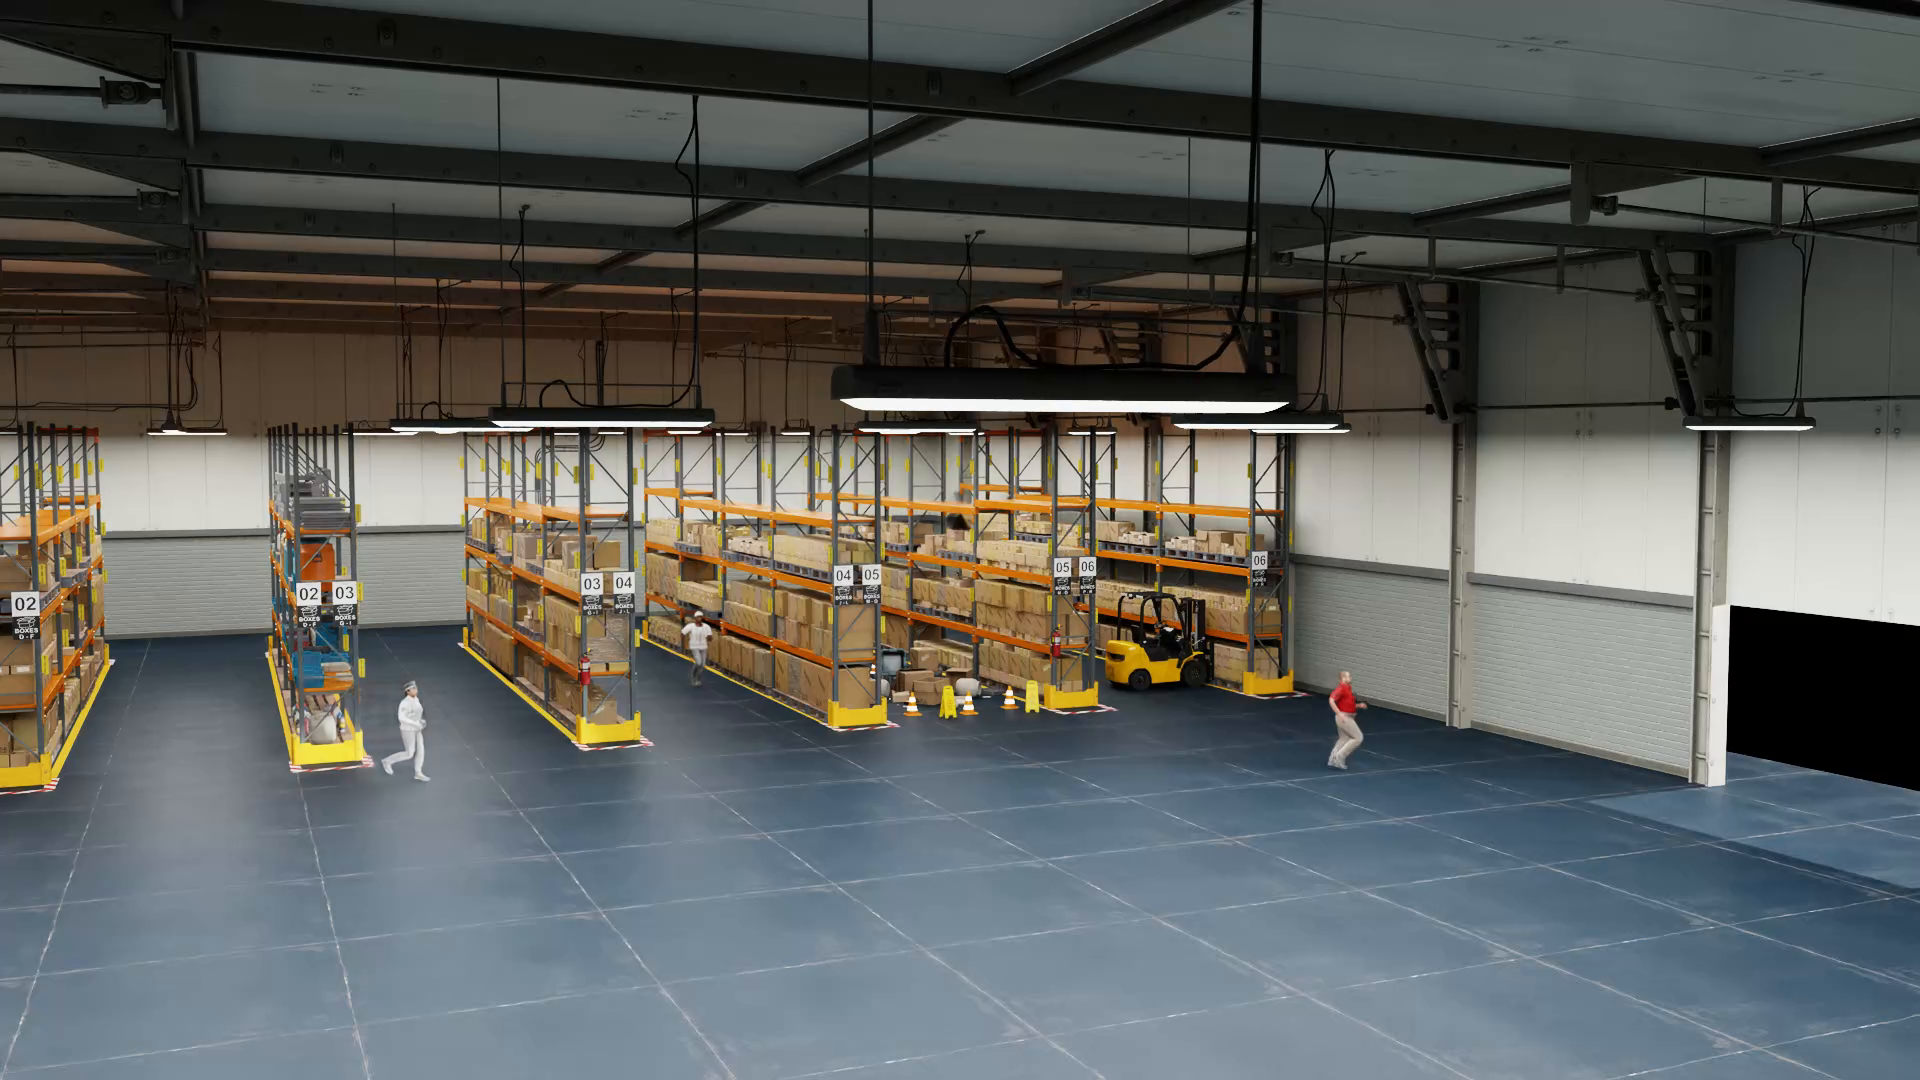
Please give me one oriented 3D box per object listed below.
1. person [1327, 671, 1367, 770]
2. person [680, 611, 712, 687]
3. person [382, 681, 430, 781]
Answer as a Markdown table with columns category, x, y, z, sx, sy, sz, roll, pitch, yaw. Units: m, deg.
| category | x | y | z | sx | sy | sz | roll | pitch | yaw |
| --- | --- | --- | --- | --- | --- | --- | --- | --- | --- |
| person | 6.694 | 3.114 | 28.698 | 0.658 | 1.706 | 0.642 | 1 | 4 | 14 |
| person | -5.995 | 2.506 | 38.185 | 0.675 | 1.741 | 0.672 | -2 | 4 | -32 |
| person | -9.259 | 3.195 | 27.885 | 0.780 | 1.696 | 0.624 | 0 | 4 | 8 |
